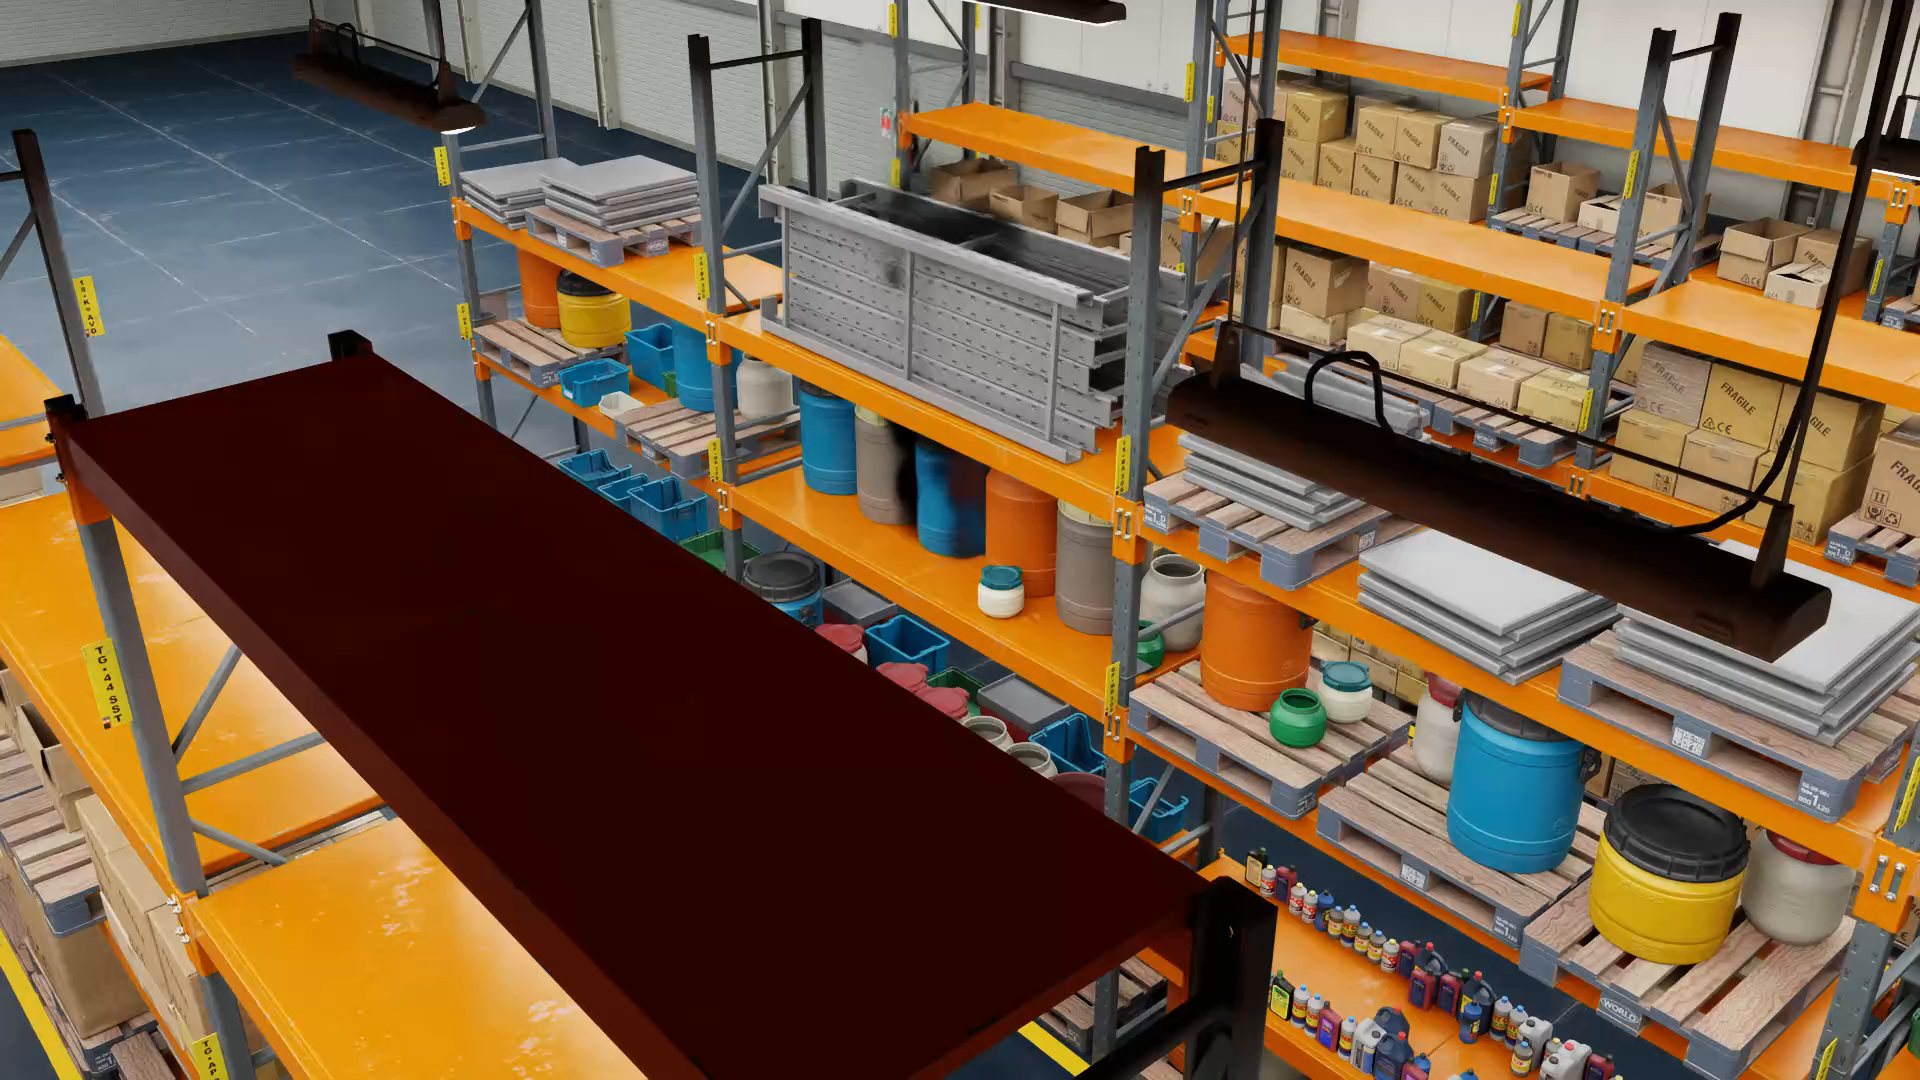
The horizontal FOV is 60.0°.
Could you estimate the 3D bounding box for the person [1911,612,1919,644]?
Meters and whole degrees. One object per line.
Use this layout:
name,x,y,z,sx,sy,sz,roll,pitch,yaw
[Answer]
person,8.063,0.970,13.863,0.893,1.585,0.537,19,33,33
